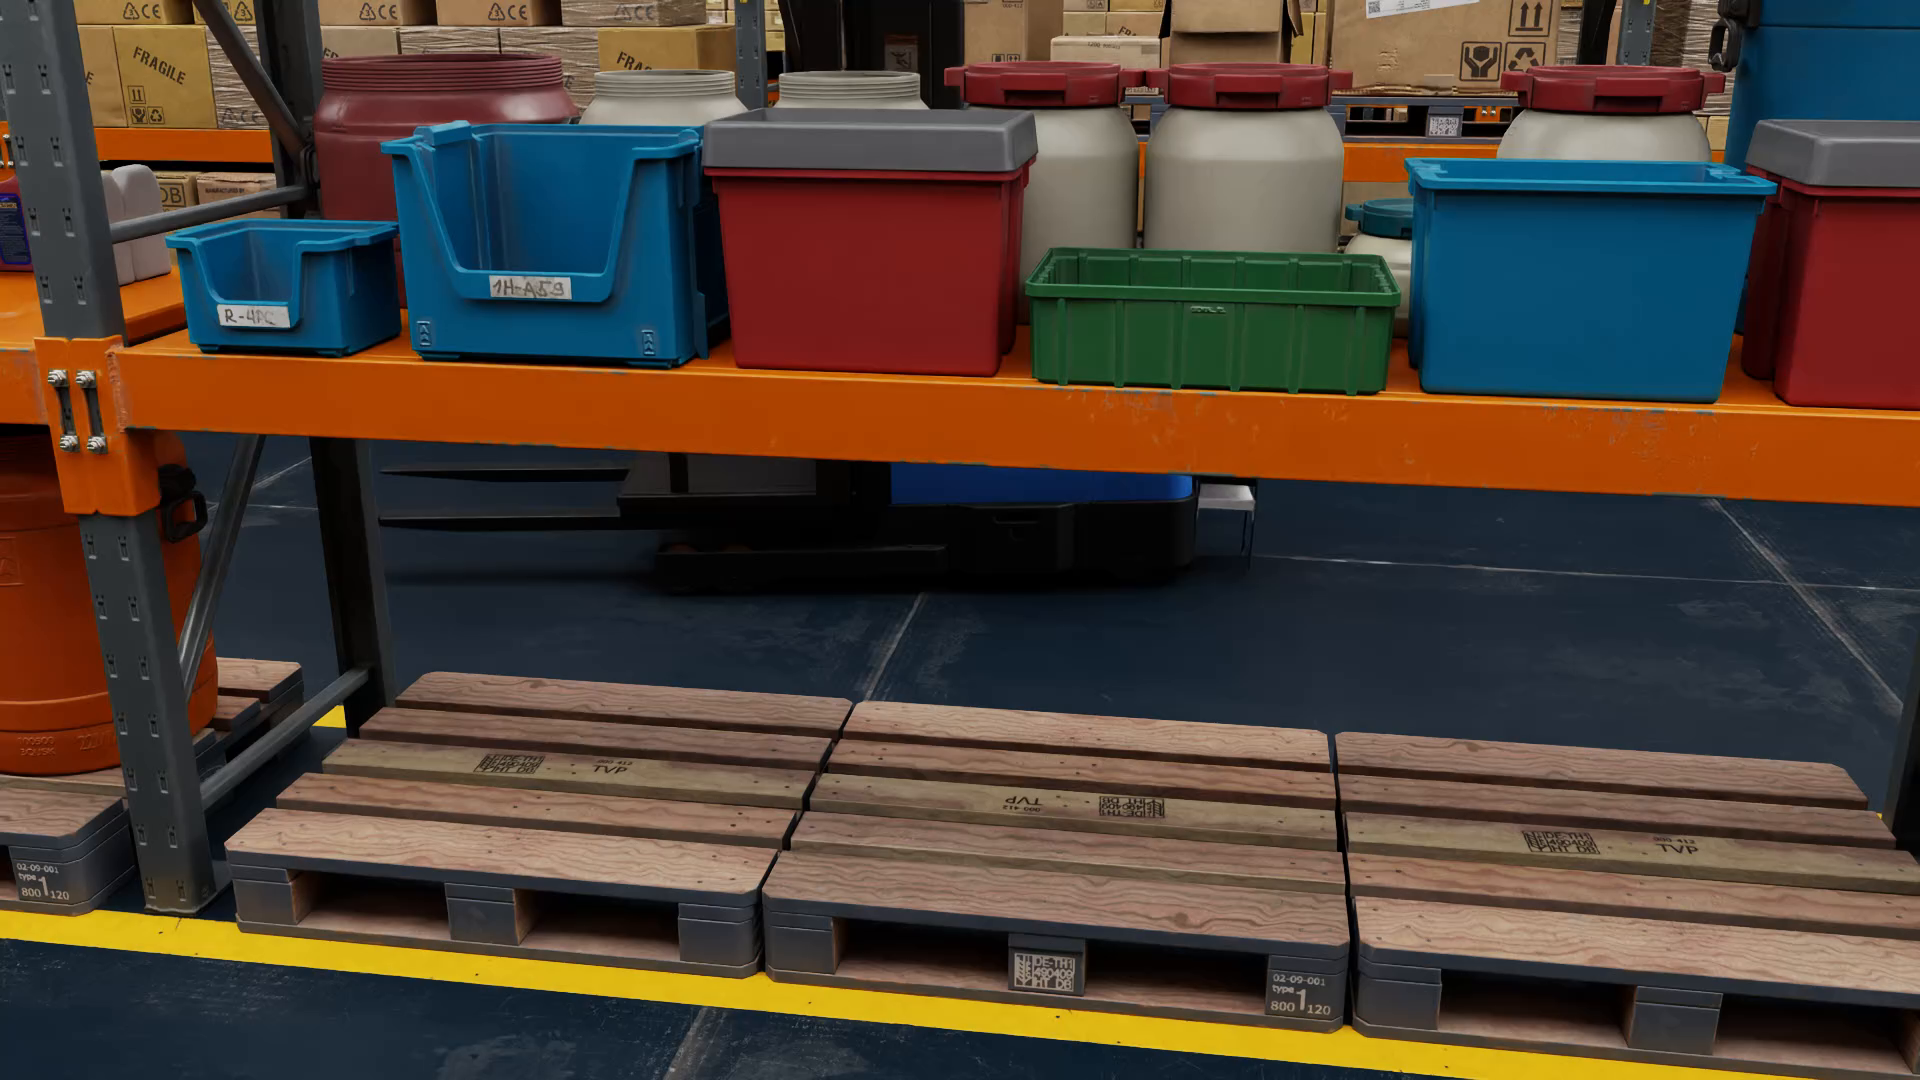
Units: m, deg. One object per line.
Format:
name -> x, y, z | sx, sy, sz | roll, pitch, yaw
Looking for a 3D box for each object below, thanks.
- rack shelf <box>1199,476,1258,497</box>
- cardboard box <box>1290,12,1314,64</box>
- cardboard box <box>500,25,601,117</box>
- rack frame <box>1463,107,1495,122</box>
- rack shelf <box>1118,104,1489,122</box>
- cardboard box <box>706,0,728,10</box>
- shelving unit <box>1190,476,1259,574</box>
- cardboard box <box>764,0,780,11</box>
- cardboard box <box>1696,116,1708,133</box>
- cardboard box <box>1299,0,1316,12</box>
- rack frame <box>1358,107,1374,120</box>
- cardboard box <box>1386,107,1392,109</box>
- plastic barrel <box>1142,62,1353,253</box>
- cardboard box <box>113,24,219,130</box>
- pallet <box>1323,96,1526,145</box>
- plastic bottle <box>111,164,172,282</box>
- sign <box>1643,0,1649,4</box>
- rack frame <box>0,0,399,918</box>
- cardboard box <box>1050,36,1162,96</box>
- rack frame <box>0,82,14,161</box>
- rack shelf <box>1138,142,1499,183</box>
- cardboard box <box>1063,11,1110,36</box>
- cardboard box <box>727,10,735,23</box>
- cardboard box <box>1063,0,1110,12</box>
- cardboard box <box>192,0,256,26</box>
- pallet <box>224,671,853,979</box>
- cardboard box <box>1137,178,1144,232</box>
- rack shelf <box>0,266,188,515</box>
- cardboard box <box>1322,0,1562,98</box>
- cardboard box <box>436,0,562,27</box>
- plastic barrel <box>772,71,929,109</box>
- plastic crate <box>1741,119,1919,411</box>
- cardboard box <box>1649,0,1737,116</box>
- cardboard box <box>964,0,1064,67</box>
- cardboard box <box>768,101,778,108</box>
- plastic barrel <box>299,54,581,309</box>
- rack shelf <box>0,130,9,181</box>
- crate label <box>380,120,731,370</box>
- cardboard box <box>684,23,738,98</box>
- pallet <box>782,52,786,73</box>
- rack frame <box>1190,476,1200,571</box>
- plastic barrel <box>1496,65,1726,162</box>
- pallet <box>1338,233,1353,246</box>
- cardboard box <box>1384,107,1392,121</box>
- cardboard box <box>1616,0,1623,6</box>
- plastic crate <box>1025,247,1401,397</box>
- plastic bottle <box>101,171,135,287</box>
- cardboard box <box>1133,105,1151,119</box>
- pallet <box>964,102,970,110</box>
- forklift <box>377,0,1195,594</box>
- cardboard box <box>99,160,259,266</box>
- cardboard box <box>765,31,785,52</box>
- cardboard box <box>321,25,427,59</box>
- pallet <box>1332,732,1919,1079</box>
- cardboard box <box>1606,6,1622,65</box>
rack shelf -> 0.949, -0.231, 5.953 | 0.200, 0.077, 0.258 | 3, 19, 3
cardboard box -> 2.359, -3.669, 12.383 | 0.500, 0.500, 0.500 | 3, 19, 9
cardboard box -> -1.939, -2.302, 8.298 | 0.500, 0.500, 0.500 | 3, 19, 8
rack frame -> 3.915, -3.628, 12.419 | 0.127, 3.000, 1.000 | 3, 19, 9
rack shelf -> 1.940, -3.387, 12.834 | 4.000, 0.370, 1.077 | 3, 19, 9
cardboard box -> -1.868, -4.138, 12.740 | 0.250, 0.149, 0.380 | 4, 19, 11
shelving unit -> 0.954, -0.348, 5.914 | 0.210, 0.900, 0.258 | 3, 19, 3
cardboard box -> -1.362, -4.111, 12.660 | 0.250, 0.149, 0.380 | 3, 19, 10
cardboard box -> 3.193, -1.855, 7.516 | 0.250, 0.149, 0.380 | 3, 19, 9
cardboard box -> 2.416, -4.224, 12.465 | 0.500, 0.500, 0.700 | 3, 19, 9
rack frame -> 5.384, -6.739, 21.717 | 0.127, 3.000, 1.000 | 3, 19, 9
cardboard box -> 5.812, -5.750, 21.645 | 0.500, 0.250, 0.500 | 3, 19, 8
plastic barrel -> 0.608, -0.746, 3.590 | 0.433, 0.535, 0.433 | 0, 18, 0
cardboard box -> -3.960, -2.403, 8.599 | 0.500, 0.500, 0.500 | 3, 19, 9
pallet -> 2.297, -2.072, 8.071 | 1.213, 0.211, 1.003 | 3, 19, 9
plastic bottle -> -2.083, -0.793, 4.141 | 0.135, 0.276, 0.152 | 3, 19, 9
sign -> 2.944, -2.454, 7.086 | 0.005, 0.325, 0.100 | 3, 19, 9
rack frame -> -1.707, -0.729, 3.754 | 0.127, 3.000, 1.000 | 3, 19, 9
cardboard box -> 0.697, -2.252, 7.881 | 0.500, 0.250, 0.500 | 2, 19, 7
rack frame -> -4.871, -2.482, 8.993 | 0.127, 3.000, 1.000 | 3, 19, 9
rack shelf -> 1.053, -1.839, 8.205 | 4.000, 0.370, 1.077 | 3, 19, 9
cardboard box -> 0.868, -3.745, 12.610 | 0.500, 0.500, 0.500 | 3, 19, 8
cardboard box -> -1.611, -3.984, 12.748 | 0.250, 0.149, 0.380 | 3, 19, 8
cardboard box -> 0.907, -4.300, 12.694 | 0.500, 0.500, 0.700 | 3, 19, 8
cardboard box -> -3.563, -2.937, 8.616 | 0.637, 0.503, 0.797 | 3, 19, 9
pallet -> -0.948, 0.645, 4.043 | 1.213, 0.211, 1.003 | 3, 19, 9
cardboard box -> 1.416, -2.860, 13.006 | 0.750, 0.750, 1.050 | 3, 19, 9
rack shelf -> -3.682, -0.488, 4.169 | 4.000, 0.370, 1.077 | 3, 19, 9
cardboard box -> 2.266, -2.647, 7.879 | 1.000, 1.000, 1.000 | 3, 19, 9
cardboard box -> -2.284, -2.879, 8.442 | 0.637, 0.503, 0.797 | 3, 19, 10
plastic barrel -> -0.241, -0.776, 3.718 | 0.421, 0.512, 0.421 | 0, 18, 0
plastic crate -> 1.716, -0.486, 2.928 | 0.583, 0.464, 0.402 | 3, 19, 9
cardboard box -> 3.463, -2.226, 7.601 | 0.500, 0.500, 0.875 | 3, 19, 9
cardboard box -> 0.185, -2.516, 8.275 | 0.500, 0.500, 0.700 | 6, 19, 17
cardboard box -> -1.781, -4.729, 18.396 | 0.875, 0.875, 0.875 | 3, 19, 10
plastic barrel -> -1.201, -0.865, 3.946 | 0.708, 0.536, 0.600 | 3, 19, 9
rack shelf -> -6.845, -2.241, 9.408 | 4.000, 0.370, 1.077 | 3, 19, 9
crate label -> -0.769, -0.611, 3.346 | 0.616, 0.435, 0.502 | 3, 19, 9
cardboard box -> -1.358, -2.438, 8.703 | 0.500, 0.500, 0.500 | 3, 19, 10
pallet -> -0.755, -3.741, 13.058 | 1.003, 0.211, 1.213 | 3, 19, 9
rack frame -> 0.852, -0.354, 5.918 | 0.006, 0.900, 0.240 | 3, 19, 3
plastic barrel -> 1.333, -0.709, 3.480 | 0.433, 0.535, 0.433 | 0, 18, 0
pallet -> 3.141, -2.321, 12.907 | 1.213, 0.211, 1.003 | 3, 19, 9
cardboard box -> 5.809, -5.506, 21.704 | 0.500, 0.250, 0.500 | 3, 19, 9
cardboard box -> 4.835, -4.191, 12.162 | 0.550, 0.550, 0.875 | 3, 19, 9
plastic crate -> 0.478, -0.426, 3.183 | 0.662, 0.188, 0.450 | 3, 19, 9
plastic bottle -> -2.107, -0.745, 3.999 | 0.135, 0.276, 0.152 | 3, 19, 9
cardboard box -> 2.694, -5.947, 22.431 | 0.625, 0.625, 0.875 | 4, 19, 10
pallet -> -0.201, -2.187, 8.414 | 1.003, 0.211, 1.213 | 3, 19, 9
forklift -> -0.709, -1.374, 5.790 | 3.031, 2.935, 1.130 | -1, 19, -2
cardboard box -> -4.236, -1.647, 9.186 | 0.875, 0.875, 1.225 | 3, 19, 9
cardboard box -> -1.339, -3.830, 12.756 | 0.250, 0.149, 0.380 | 3, 19, 8
cardboard box -> -2.955, -2.353, 8.451 | 0.500, 0.500, 0.500 | 3, 19, 10
pallet -> 1.461, 0.768, 3.676 | 1.213, 0.211, 1.003 | 3, 19, 9
cardboard box -> 4.827, -3.664, 12.289 | 0.550, 0.550, 0.875 | 3, 19, 9
